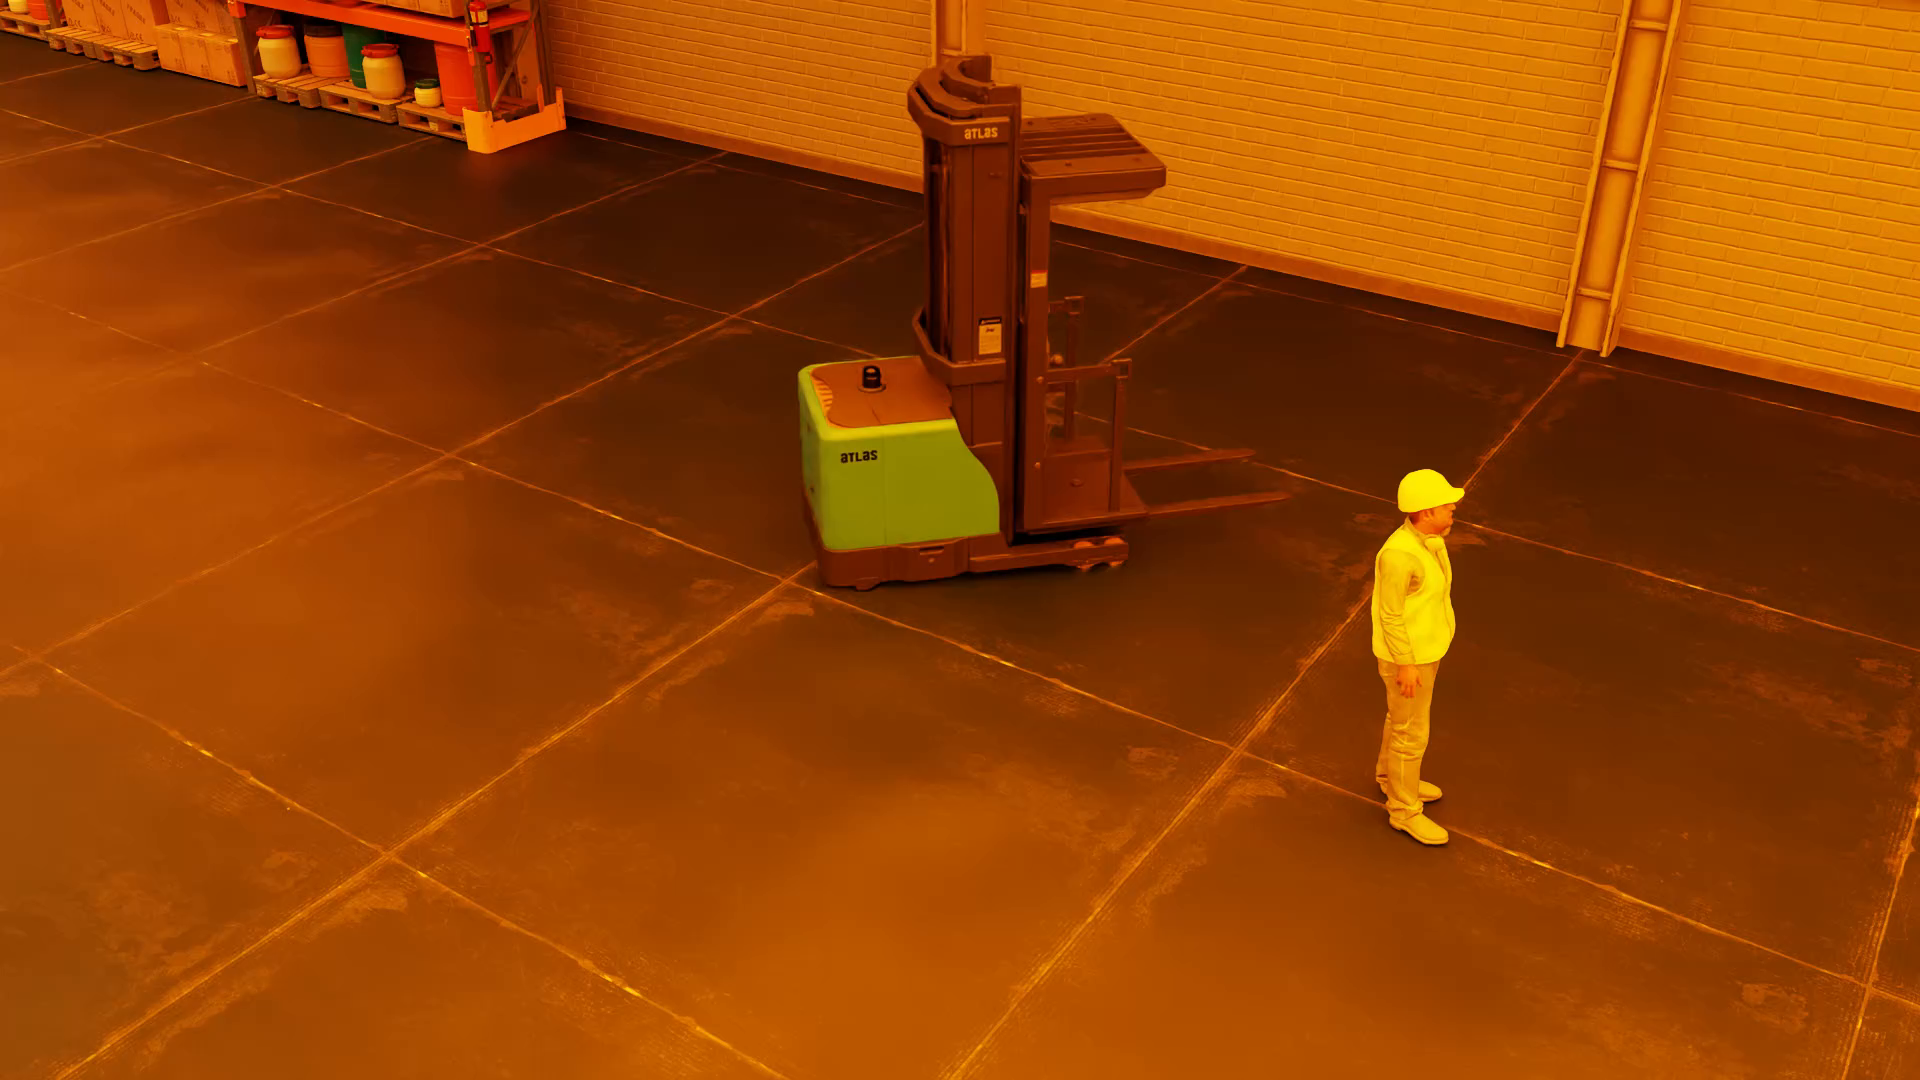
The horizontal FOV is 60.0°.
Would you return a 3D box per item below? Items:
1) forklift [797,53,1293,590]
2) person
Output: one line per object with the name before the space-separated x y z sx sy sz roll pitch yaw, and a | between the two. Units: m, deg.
forklift | 0.563 -1.343 9.895 3.031 2.935 1.130 -7 31 -11
person | 2.205 0.511 7.839 0.569 1.773 0.632 15 33 24
